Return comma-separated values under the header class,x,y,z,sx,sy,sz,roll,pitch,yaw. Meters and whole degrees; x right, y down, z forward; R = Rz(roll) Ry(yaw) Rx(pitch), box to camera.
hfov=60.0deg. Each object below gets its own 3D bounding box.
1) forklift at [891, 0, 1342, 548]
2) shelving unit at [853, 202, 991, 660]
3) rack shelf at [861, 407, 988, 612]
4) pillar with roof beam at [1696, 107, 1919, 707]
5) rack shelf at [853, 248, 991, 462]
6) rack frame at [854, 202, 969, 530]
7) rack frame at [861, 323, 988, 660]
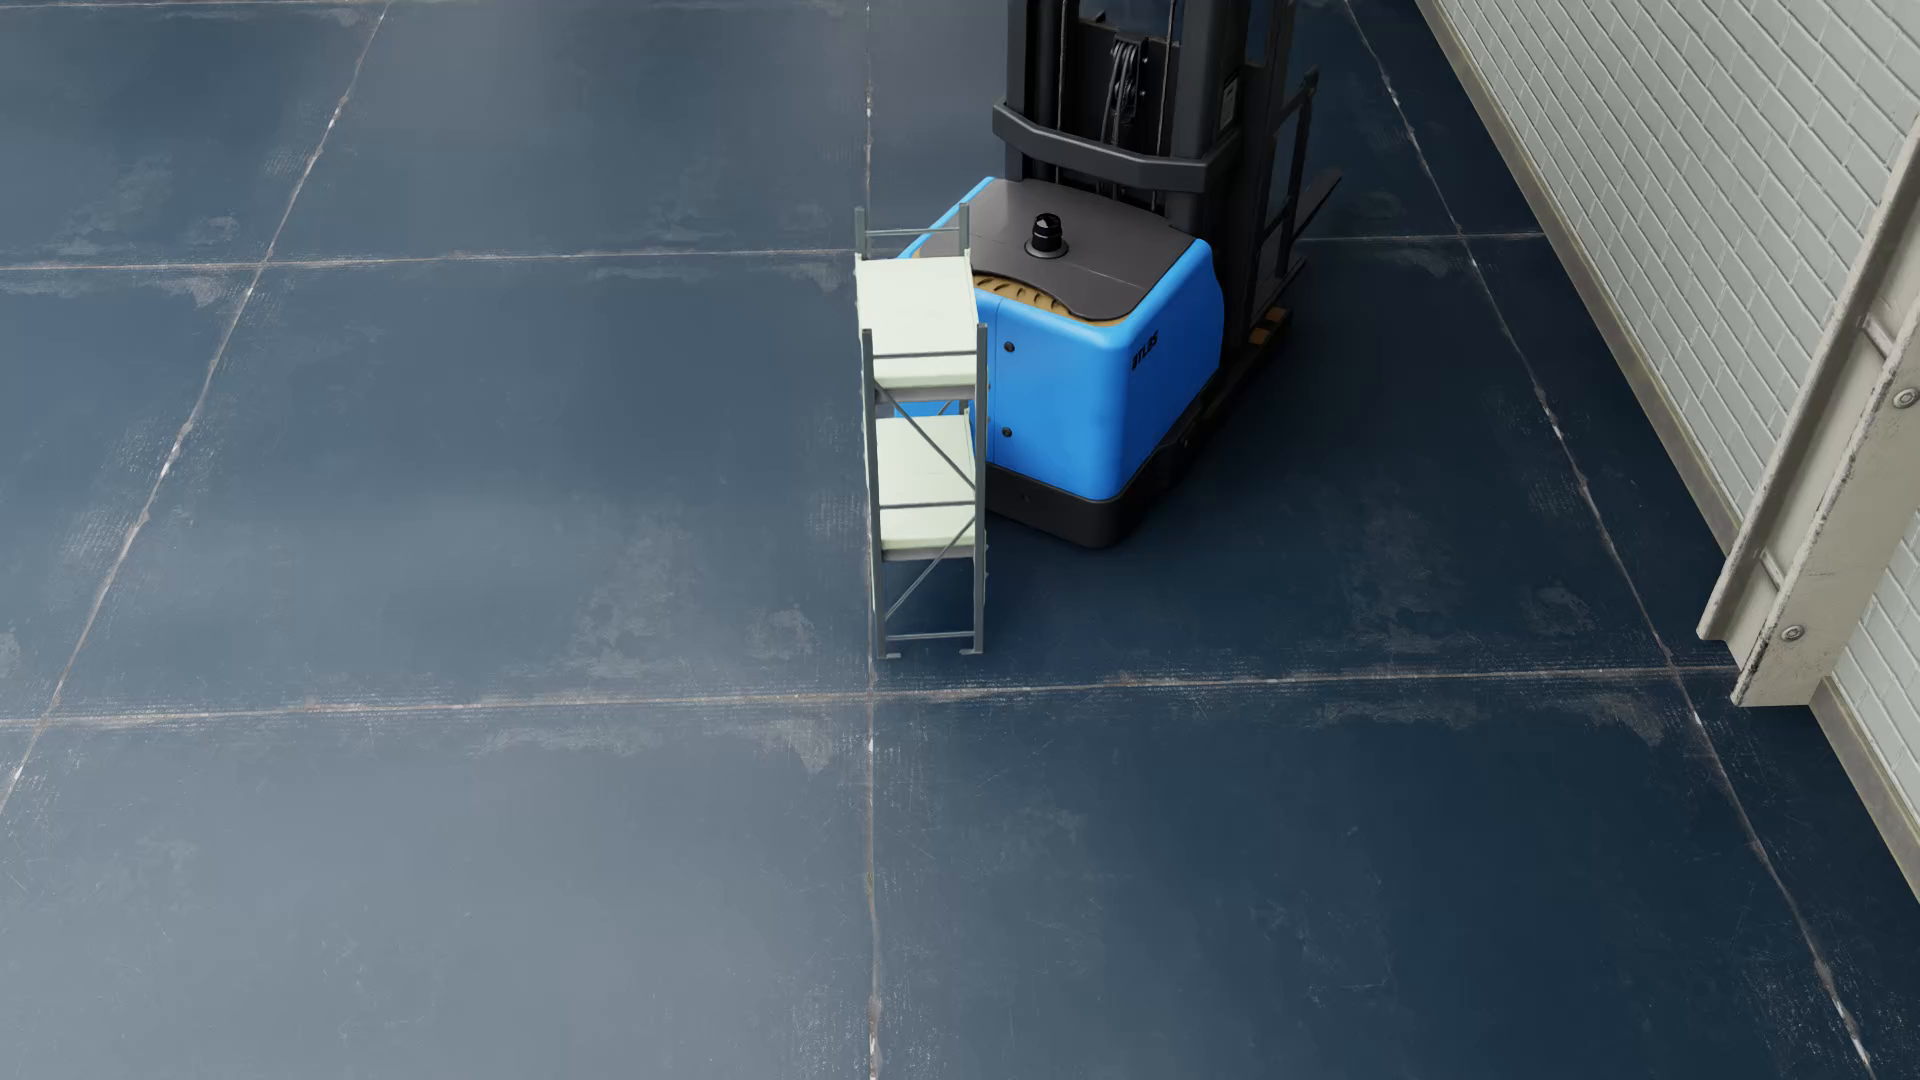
class,x,y,z,sx,sy,sz,roll,pitch,yaw
forklift,0.893,-2.030,6.795,1.130,2.935,3.031,22,47,22
shelving unit,-0.141,-0.365,6.038,0.431,1.500,0.755,-3,43,-3
rack shelf,-0.141,-0.125,6.259,0.431,0.370,0.720,-3,43,-3
pillar with roof beam,-1.318,-2.723,3.061,9.100,9.000,0.400,-2,43,-2
rack shelf,-0.141,-0.653,5.775,0.431,0.370,0.720,-3,43,-3
rack frame,-0.169,-0.612,6.307,0.400,1.500,0.023,-3,43,-3
rack frame,-0.112,-0.119,5.769,0.400,1.500,0.023,-3,43,-3
